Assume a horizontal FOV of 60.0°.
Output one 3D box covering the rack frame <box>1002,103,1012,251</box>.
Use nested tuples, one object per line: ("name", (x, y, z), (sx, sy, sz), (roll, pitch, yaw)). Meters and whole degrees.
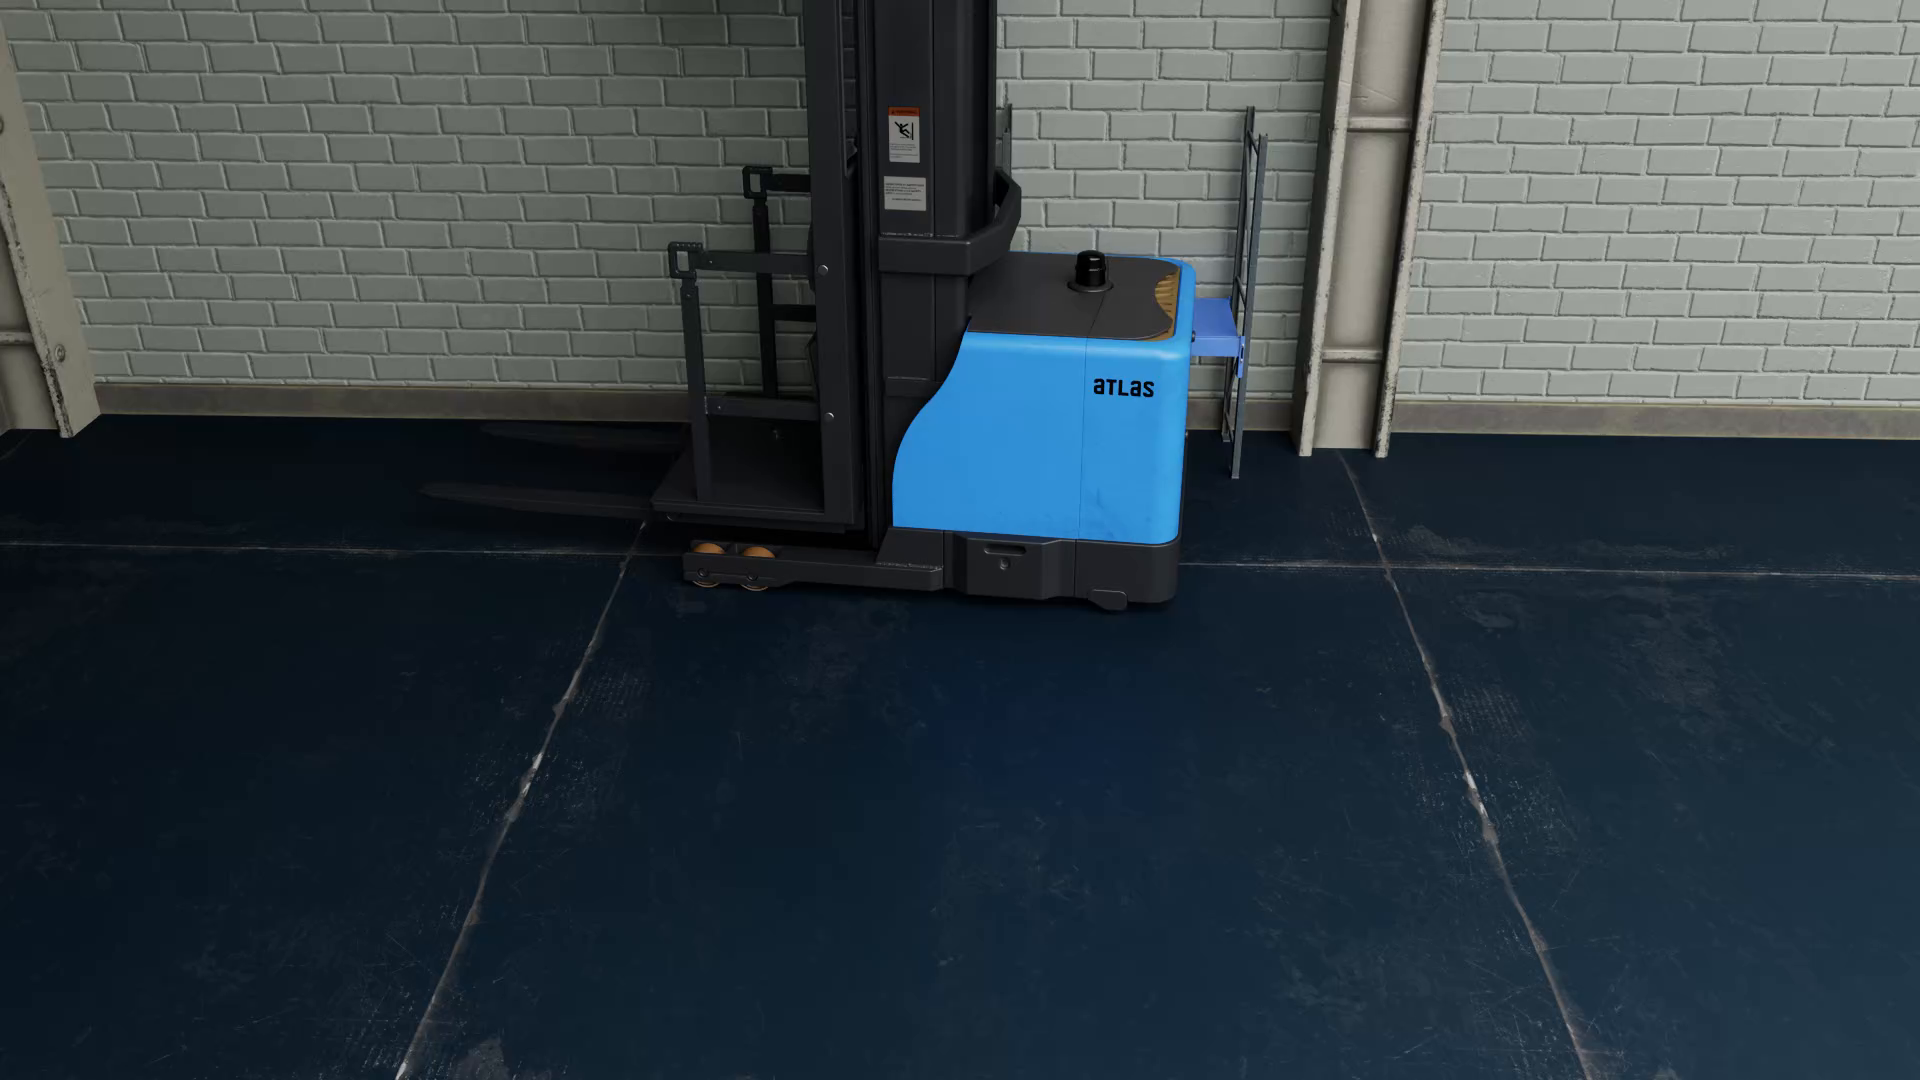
("rack frame", (0.195, -1.066, 7.160), (0.032, 1.500, 0.500), (1, 28, 2))

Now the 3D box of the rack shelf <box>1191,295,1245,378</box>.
("rack shelf", (0.702, -0.897, 7.224), (1.000, 0.185, 0.538), (1, 28, 2))

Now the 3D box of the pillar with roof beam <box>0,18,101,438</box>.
("pillar with roof beam", (-4.426, -2.507, 1.871), (0.400, 9.000, 9.100), (1, 28, 2))

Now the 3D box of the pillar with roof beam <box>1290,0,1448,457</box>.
("pillar with roof beam", (1.571, -2.408, 1.684), (0.400, 9.000, 9.100), (1, 28, 2))

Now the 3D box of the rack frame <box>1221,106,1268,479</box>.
("rack frame", (1.210, -1.045, 7.119), (0.032, 1.500, 0.500), (1, 28, 2))

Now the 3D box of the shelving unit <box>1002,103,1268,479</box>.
("shelving unit", (0.702, -1.056, 7.140), (1.048, 1.500, 0.538), (1, 28, 2))

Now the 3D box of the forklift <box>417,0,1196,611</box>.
("forklift", (-0.622, -1.339, 6.146), (3.031, 2.935, 1.130), (4, 28, 8))
